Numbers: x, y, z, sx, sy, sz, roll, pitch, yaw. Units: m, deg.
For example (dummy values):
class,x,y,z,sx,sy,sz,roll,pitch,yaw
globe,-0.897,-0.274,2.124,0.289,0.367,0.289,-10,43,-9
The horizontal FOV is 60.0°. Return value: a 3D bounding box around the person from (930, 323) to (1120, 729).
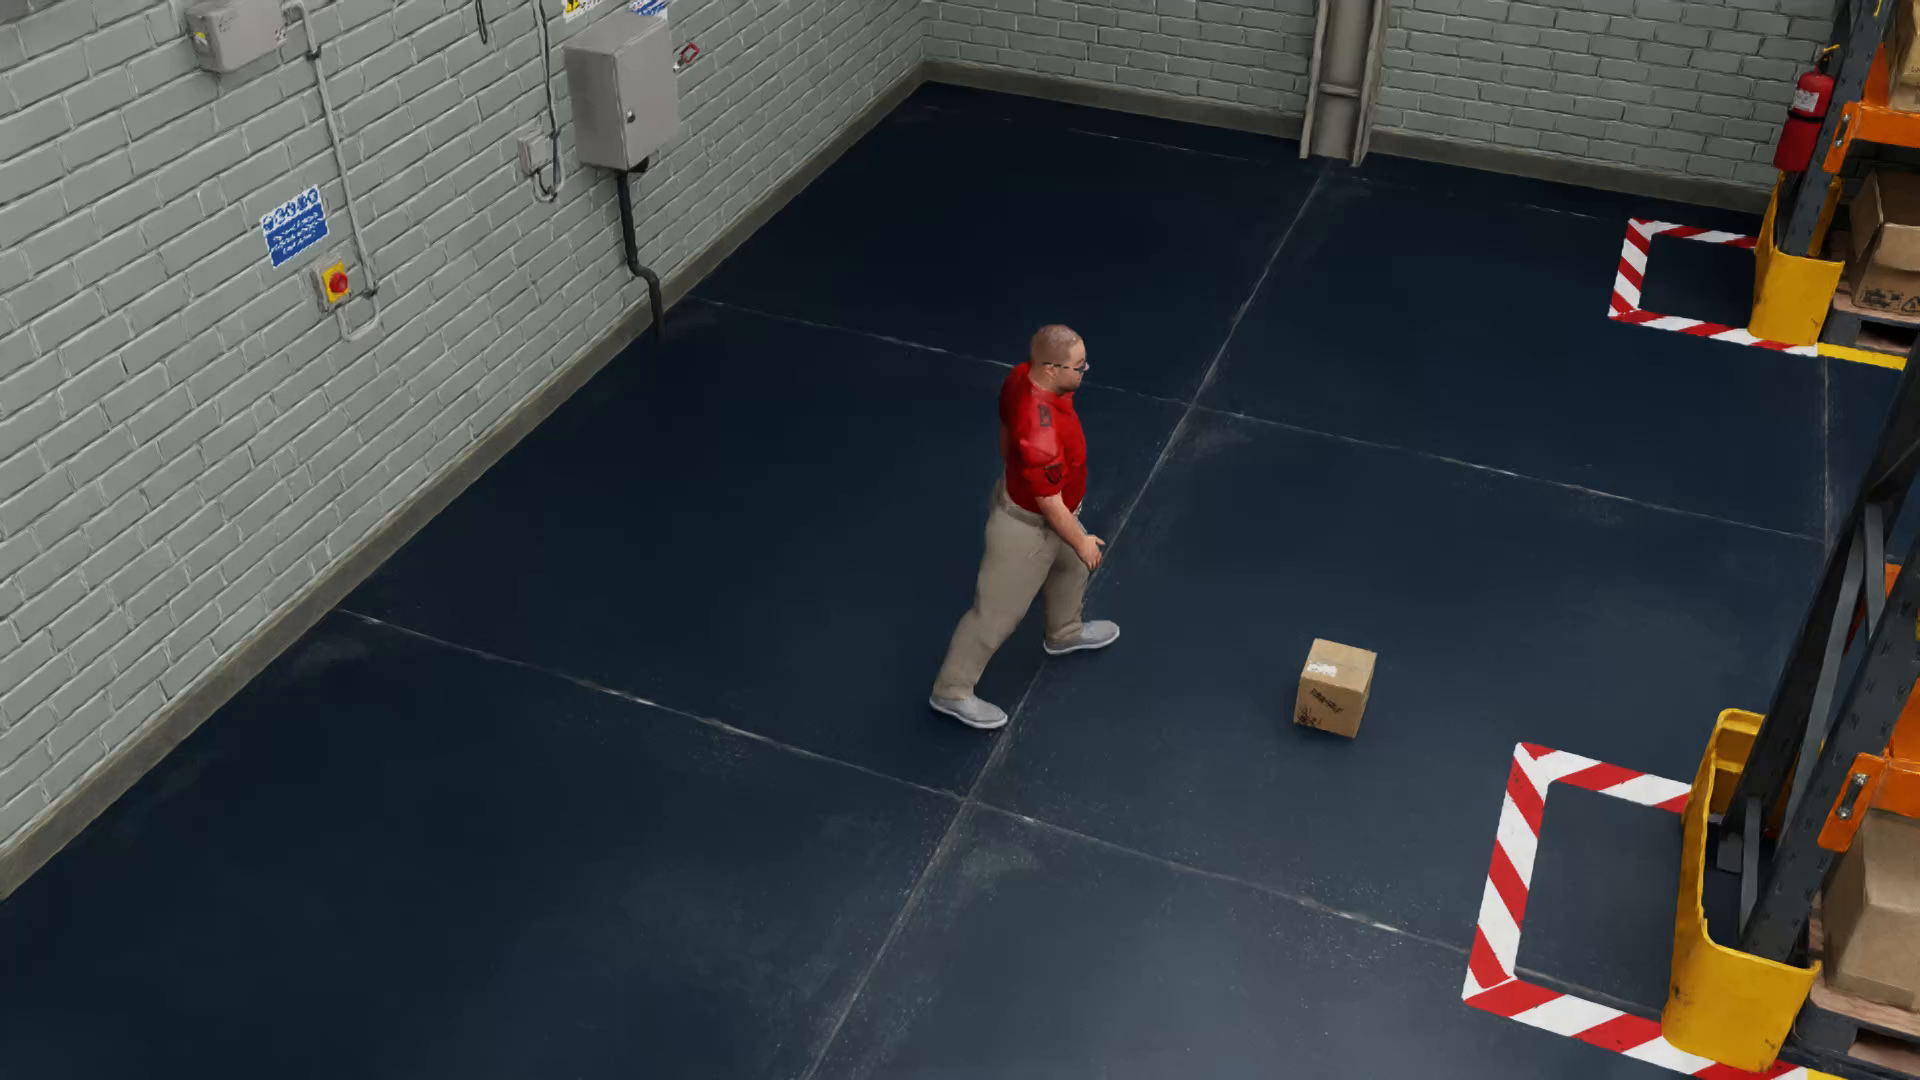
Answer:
class,x,y,z,sx,sy,sz,roll,pitch,yaw
person,0.274,-0.096,6.310,0.789,1.679,0.632,0,37,0
